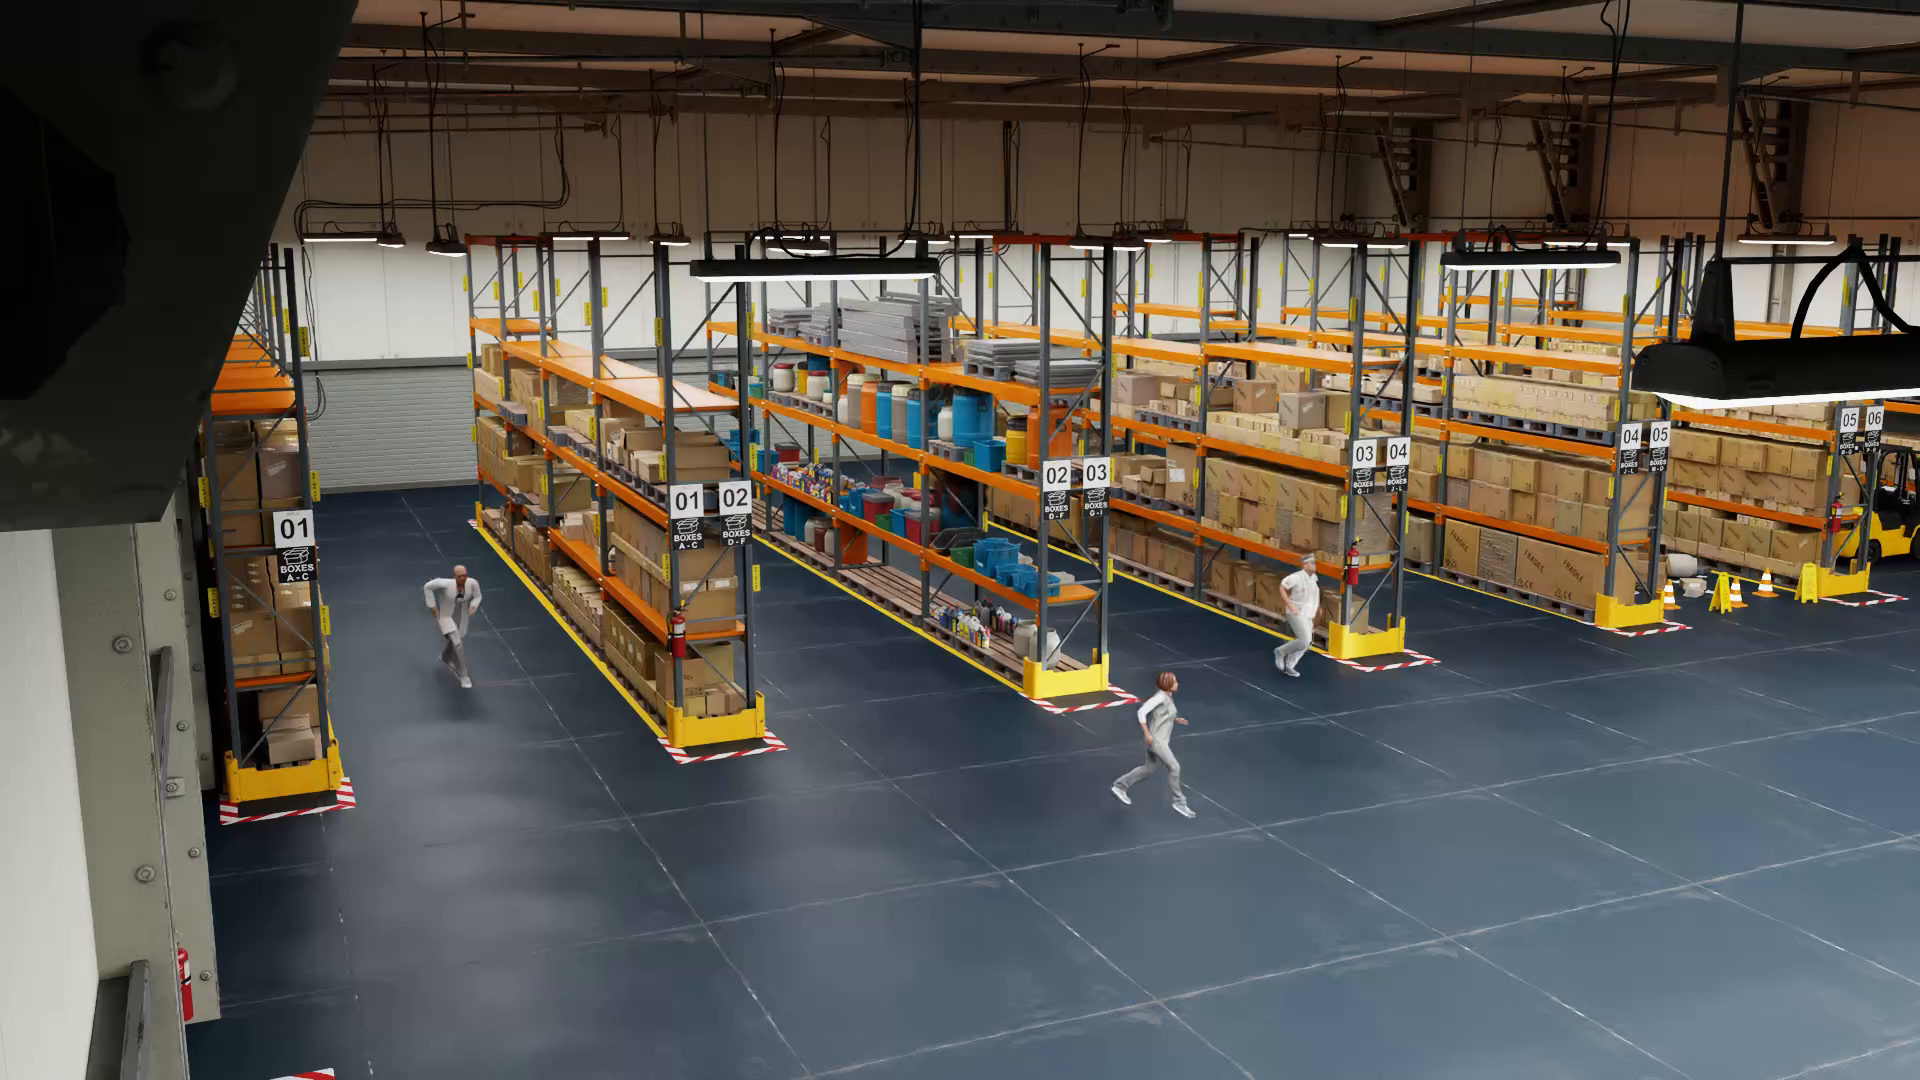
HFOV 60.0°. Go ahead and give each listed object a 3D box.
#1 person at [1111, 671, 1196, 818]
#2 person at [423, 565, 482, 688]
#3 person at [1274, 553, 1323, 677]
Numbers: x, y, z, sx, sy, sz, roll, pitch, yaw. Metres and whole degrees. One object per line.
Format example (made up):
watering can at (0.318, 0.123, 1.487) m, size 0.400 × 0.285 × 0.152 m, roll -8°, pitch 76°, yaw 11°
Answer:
person at (2.076, 2.171, 17.757) m, size 0.912 × 1.609 × 0.557 m, roll 2°, pitch 11°, yaw 12°
person at (-7.016, 1.142, 22.947) m, size 0.753 × 1.744 × 1.054 m, roll -8°, pitch 13°, yaw -35°
person at (4.811, 1.034, 23.342) m, size 0.716 × 1.731 × 0.547 m, roll -11°, pitch 15°, yaw -44°
